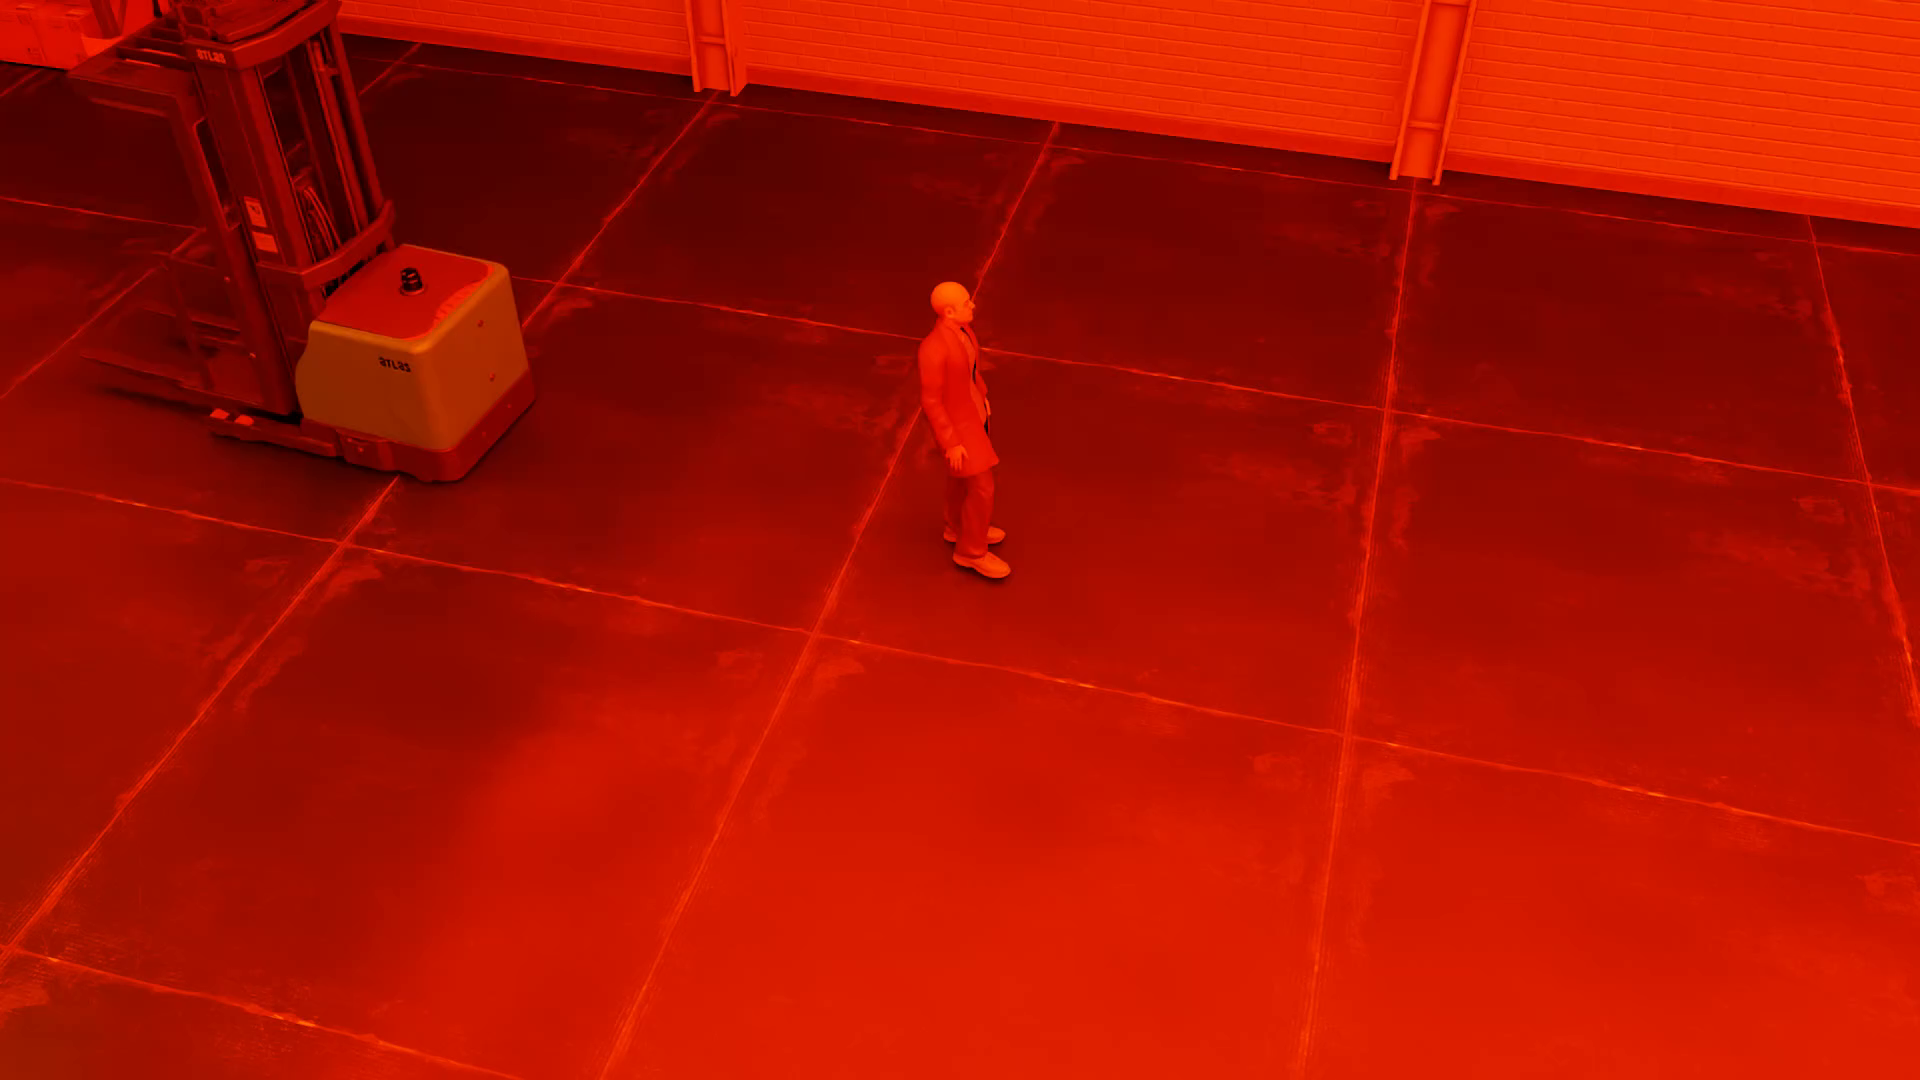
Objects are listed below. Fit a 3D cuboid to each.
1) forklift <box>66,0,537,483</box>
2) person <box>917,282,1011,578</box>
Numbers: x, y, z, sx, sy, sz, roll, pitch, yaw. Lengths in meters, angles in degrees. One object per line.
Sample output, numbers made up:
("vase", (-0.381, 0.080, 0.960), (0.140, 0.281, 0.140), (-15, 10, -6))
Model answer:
("forklift", (-4.390, -2.056, 10.207), (3.031, 2.935, 1.130), (13, 43, 15))
("person", (0.087, -0.655, 9.473), (0.583, 1.775, 0.696), (10, 42, 11))
